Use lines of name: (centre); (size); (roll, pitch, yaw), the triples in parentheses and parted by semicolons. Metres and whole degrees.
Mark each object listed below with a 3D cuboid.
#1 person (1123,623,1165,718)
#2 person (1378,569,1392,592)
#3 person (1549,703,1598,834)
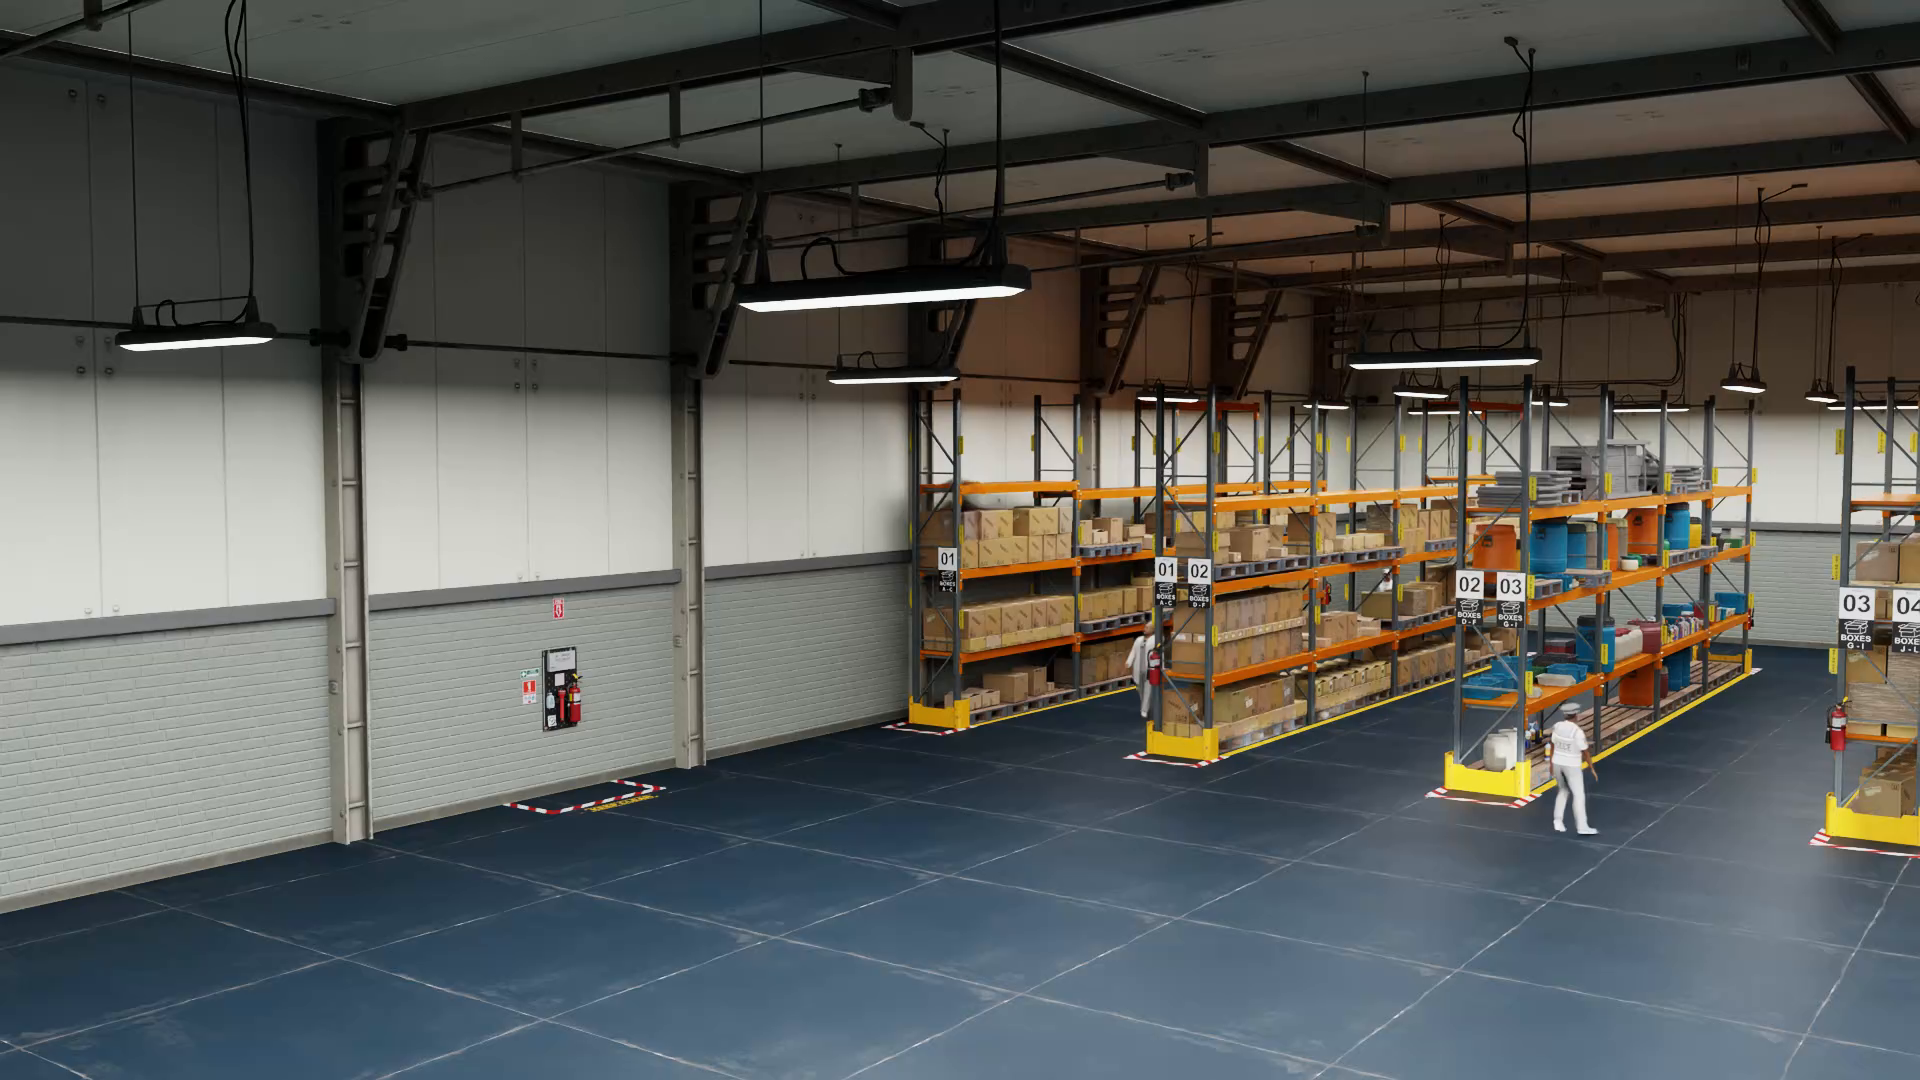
person: (3.408, 2.509, 30.666); (0.727, 1.471, 1.126); (1, 3, 22)
person: (11.105, 1.654, 43.145); (0.585, 1.813, 0.409); (0, 3, 8)
person: (7.897, 2.942, 21.414); (0.486, 1.681, 0.588); (-2, 4, -29)
